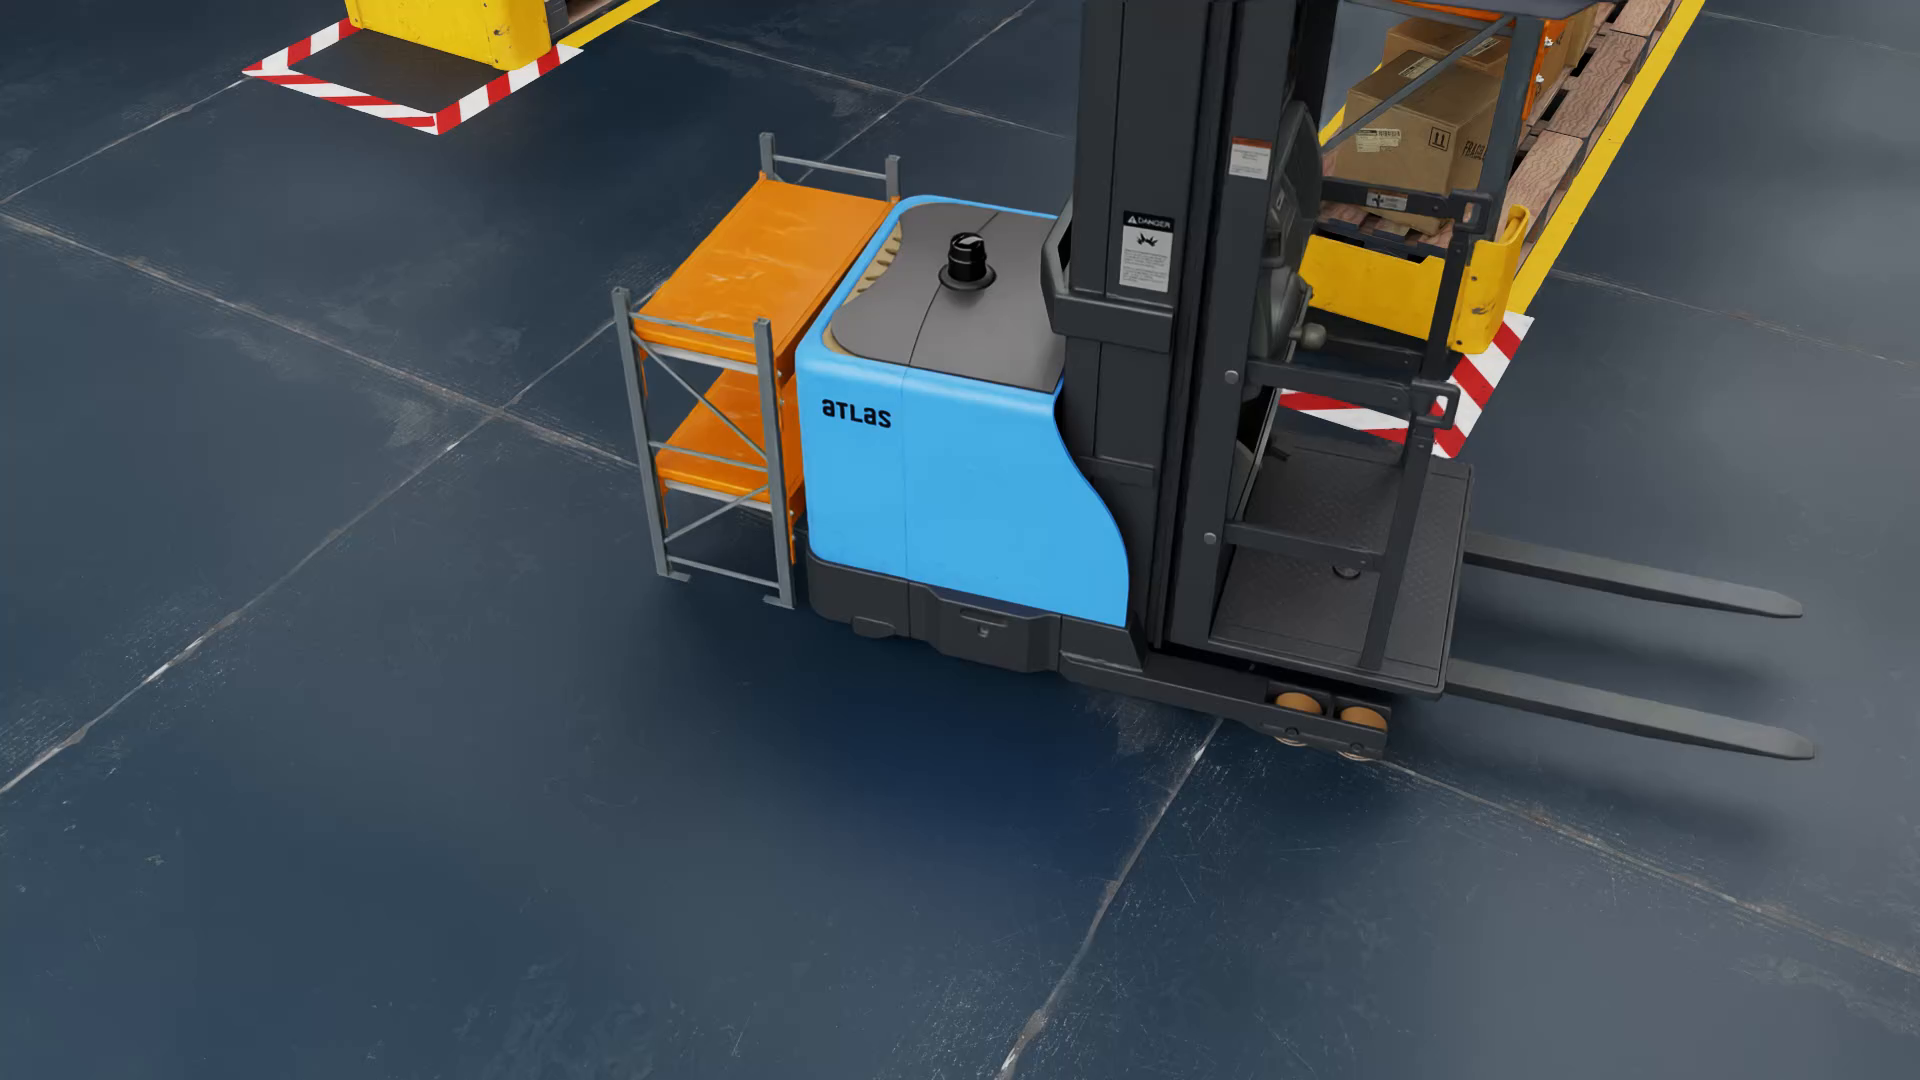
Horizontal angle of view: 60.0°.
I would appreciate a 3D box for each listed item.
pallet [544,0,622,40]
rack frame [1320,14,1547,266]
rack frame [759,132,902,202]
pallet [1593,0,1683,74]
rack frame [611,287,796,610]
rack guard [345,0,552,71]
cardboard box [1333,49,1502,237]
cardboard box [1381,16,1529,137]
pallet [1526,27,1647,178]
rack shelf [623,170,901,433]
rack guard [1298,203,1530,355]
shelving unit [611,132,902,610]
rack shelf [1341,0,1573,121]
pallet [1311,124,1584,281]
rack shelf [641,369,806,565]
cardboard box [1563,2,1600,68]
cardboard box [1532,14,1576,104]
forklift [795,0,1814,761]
[{"bbox_3d":[-2.280,-3.205,9.230,1.003,0.211,1.213,21,45,22],"label":"pallet"},{"bbox_3d":[1.599,-2.092,5.856,1.000,3.000,0.127,21,45,22],"label":"rack frame"},{"bbox_3d":[-0.436,-0.890,5.909,0.500,1.125,0.032,13,43,15],"label":"rack frame"},{"bbox_3d":[3.295,-2.938,8.926,1.003,0.211,1.213,21,45,22],"label":"pallet"},{"bbox_3d":[-0.783,-0.258,5.192,0.500,1.125,0.032,13,43,15],"label":"rack frame"},{"bbox_3d":[-2.692,-2.851,8.609,1.175,0.500,0.348,21,45,22],"label":"rack guard"},{"bbox_3d":[1.926,-1.663,6.942,0.500,0.500,0.500,30,49,29],"label":"cardboard box"},{"bbox_3d":[2.196,-2.016,7.344,0.500,0.500,0.500,-33,51,-32],"label":"cardboard box"},{"bbox_3d":[2.686,-2.237,8.131,1.003,0.211,1.213,21,45,22],"label":"pallet"},{"bbox_3d":[-0.609,-0.793,5.357,0.538,0.278,1.000,13,43,15],"label":"rack shelf"},{"bbox_3d":[1.637,-1.197,6.731,1.175,0.500,0.348,21,45,22],"label":"rack guard"},{"bbox_3d":[-0.609,-0.574,5.550,0.538,1.125,1.048,13,43,15],"label":"shelving unit"},{"bbox_3d":[2.600,-2.966,7.393,1.077,0.370,4.000,21,45,22],"label":"rack shelf"},{"bbox_3d":[2.074,-1.542,7.341,1.003,0.211,1.213,21,45,22],"label":"pallet"},{"bbox_3d":[-0.609,-0.390,5.712,0.538,0.278,1.000,13,43,15],"label":"rack shelf"},{"bbox_3d":[2.843,-2.673,8.089,0.500,0.500,0.500,17,44,18],"label":"cardboard box"},{"bbox_3d":[2.525,-2.368,7.743,0.500,0.500,0.500,25,47,26],"label":"cardboard box"},{"bbox_3d":[1.083,-0.833,4.478,3.031,2.935,1.130,12,43,13],"label":"forklift"}]
